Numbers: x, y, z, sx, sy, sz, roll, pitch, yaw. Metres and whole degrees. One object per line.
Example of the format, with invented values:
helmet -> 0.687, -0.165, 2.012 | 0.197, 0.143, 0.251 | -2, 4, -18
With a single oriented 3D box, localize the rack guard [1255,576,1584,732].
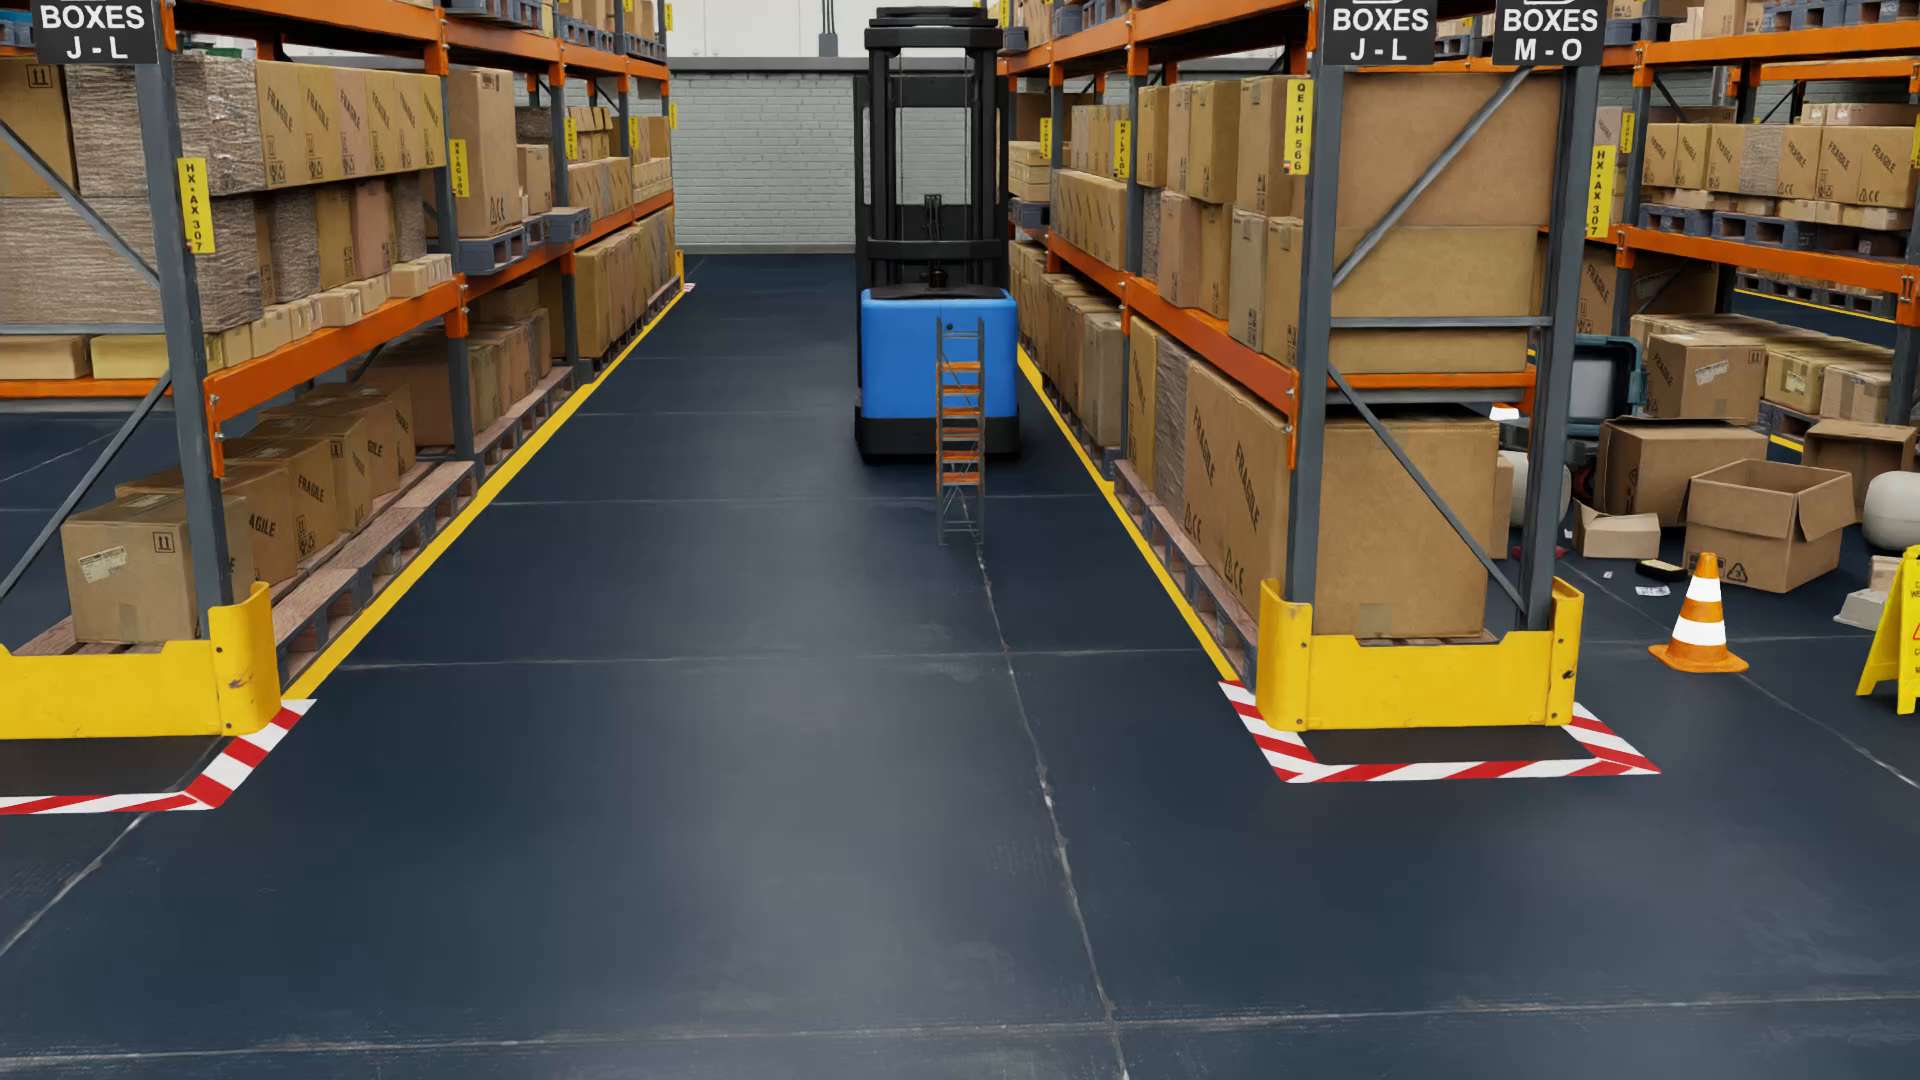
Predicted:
rack guard -> 1.746, 0.425, 6.370 | 1.175, 0.500, 0.348 | -1, 14, -3

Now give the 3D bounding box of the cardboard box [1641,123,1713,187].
cardboard box -> 5.980, -3.163, 13.659 | 0.500, 0.500, 0.500 | -1, 14, -5

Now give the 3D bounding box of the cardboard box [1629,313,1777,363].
cardboard box -> 6.208, -1.673, 13.938 | 0.950, 0.372, 0.625 | -2, 15, -7

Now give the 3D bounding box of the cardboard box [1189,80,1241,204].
cardboard box -> 1.572, -1.886, 7.870 | 0.875, 0.550, 0.500 | -1, 14, -3

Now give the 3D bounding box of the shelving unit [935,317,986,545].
shelving unit -> 0.001, -0.577, 8.863 | 0.258, 1.200, 0.189 | -1, 14, -3

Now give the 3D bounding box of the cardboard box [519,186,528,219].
cardboard box -> -3.335, -2.457, 11.984 | 0.396, 0.266, 0.258 | -1, 14, -5

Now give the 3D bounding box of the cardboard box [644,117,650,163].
cardboard box -> -3.790, -4.534, 18.827 | 0.500, 0.500, 0.500 | -1, 14, -5

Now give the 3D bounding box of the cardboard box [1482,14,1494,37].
cardboard box -> 5.617, -5.338, 17.162 | 0.396, 0.266, 0.258 | -1, 14, -4

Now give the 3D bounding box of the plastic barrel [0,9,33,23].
plastic barrel -> -8.641, -5.125, 15.055 | 0.600, 0.901, 0.708 | -1, 14, -3

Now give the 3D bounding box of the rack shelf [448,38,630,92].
rack shelf -> -3.832, -4.331, 15.264 | 1.077, 0.370, 4.000 | -1, 14, -3

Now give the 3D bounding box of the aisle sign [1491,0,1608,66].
aisle sign -> 2.048, -2.037, 5.708 | 0.394, 0.787, 0.004 | -1, 14, -3

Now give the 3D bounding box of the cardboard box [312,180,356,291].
cardboard box -> -3.377, -1.442, 7.812 | 0.875, 0.500, 0.500 | -1, 14, -3

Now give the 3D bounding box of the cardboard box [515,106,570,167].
cardboard box -> -3.737, -3.446, 14.185 | 0.797, 0.503, 0.637 | 0, 14, -2

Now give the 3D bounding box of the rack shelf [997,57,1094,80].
rack shelf -> 0.877, -5.377, 19.330 | 1.077, 0.370, 4.000 | -1, 14, -3

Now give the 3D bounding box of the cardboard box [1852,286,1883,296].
cardboard box -> 10.562, -2.912, 19.201 | 0.380, 0.149, 0.250 | -1, 14, -5

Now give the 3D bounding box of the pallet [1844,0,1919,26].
pallet -> 6.499, -3.405, 10.596 | 1.213, 0.211, 1.003 | -1, 14, -3

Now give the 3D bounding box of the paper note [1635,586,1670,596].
paper note -> 3.345, 0.242, 8.030 | 0.144, 0.017, 0.142 | 4, 15, 16

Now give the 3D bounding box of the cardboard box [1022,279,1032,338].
cardboard box -> 0.870, -2.194, 15.707 | 0.500, 0.500, 0.500 | -2, 15, -6

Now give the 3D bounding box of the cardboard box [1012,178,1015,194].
cardboard box -> 0.685, -3.297, 15.483 | 0.380, 0.149, 0.250 | 0, 14, -2

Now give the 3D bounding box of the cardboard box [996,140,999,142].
cardboard box -> 0.658, -4.213, 18.584 | 0.500, 0.500, 0.500 | -1, 14, -5

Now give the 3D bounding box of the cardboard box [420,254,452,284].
cardboard box -> -3.153, -1.564, 9.590 | 0.380, 0.149, 0.250 | -1, 14, -3

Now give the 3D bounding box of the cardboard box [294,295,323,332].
cardboard box -> -3.076, -1.004, 7.411 | 0.380, 0.149, 0.250 | -1, 14, -3

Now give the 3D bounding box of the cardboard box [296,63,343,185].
cardboard box -> -3.031, -1.806, 7.223 | 0.500, 0.500, 0.500 | -1, 14, -3

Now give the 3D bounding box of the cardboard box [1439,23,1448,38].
cardboard box -> 5.560, -5.680, 18.522 | 0.380, 0.149, 0.250 | -1, 14, -2

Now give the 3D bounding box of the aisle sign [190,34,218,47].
aisle sign -> -9.448, -5.915, 20.778 | 0.394, 0.787, 0.004 | -1, 14, -3

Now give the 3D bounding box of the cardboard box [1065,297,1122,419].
cardboard box -> 1.313, -1.293, 11.704 | 1.050, 0.750, 0.750 | -1, 14, -3

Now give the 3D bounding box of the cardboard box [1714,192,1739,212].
cardboard box -> 6.062, -2.613, 12.825 | 0.380, 0.149, 0.250 | 0, 14, 0

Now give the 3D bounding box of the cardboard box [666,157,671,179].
cardboard box -> -3.909, -4.674, 20.877 | 0.500, 0.250, 0.500 | -1, 14, -4

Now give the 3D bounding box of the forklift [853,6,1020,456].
forklift -> -0.218, -2.295, 12.064 | 1.130, 2.935, 3.031 | -1, 14, -3

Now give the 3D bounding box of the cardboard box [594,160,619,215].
cardboard box -> -3.591, -3.408, 16.050 | 0.500, 0.500, 0.500 | -1, 14, -4

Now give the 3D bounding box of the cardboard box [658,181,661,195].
cardboard box -> -3.771, -4.195, 19.817 | 0.380, 0.149, 0.250 | -1, 14, -3

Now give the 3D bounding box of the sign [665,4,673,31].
sign -> -3.661, -6.567, 20.893 | 0.100, 0.325, 0.005 | -1, 14, -3

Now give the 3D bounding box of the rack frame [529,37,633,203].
rack frame -> -3.956, -3.724, 17.481 | 1.000, 3.000, 0.127 | -1, 14, -3

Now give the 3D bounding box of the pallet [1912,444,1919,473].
pallet -> 6.508, -0.371, 10.044 | 1.003, 0.211, 1.213 | -1, 14, -3

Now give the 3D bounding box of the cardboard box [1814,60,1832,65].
cardboard box -> 10.447, -5.753, 19.851 | 0.380, 0.149, 0.250 | -1, 14, -2

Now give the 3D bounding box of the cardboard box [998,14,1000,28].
cardboard box -> 0.698, -5.638, 18.198 | 0.500, 0.250, 0.500 | -1, 15, -6

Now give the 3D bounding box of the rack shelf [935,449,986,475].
rack shelf -> 0.001, -0.418, 8.904 | 0.258, 0.103, 0.180 | -1, 14, -3

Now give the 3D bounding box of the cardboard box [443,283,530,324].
cardboard box -> -3.593, -1.797, 12.620 | 0.500, 0.250, 0.500 | 1, 14, 3

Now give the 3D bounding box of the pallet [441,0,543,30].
pallet -> -3.459, -3.509, 11.004 | 1.213, 0.211, 1.003 | -1, 14, -3

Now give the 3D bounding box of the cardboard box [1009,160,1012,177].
cardboard box -> 0.665, -3.507, 15.703 | 0.380, 0.149, 0.250 | -1, 14, -5

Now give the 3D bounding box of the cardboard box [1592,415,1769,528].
cardboard box -> 3.977, -0.380, 9.220 | 0.797, 0.637, 0.503 | -1, 14, -3

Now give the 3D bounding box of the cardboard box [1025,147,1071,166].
cardboard box -> 0.761, -3.266, 14.166 | 0.380, 0.149, 0.250 | -1, 15, -6

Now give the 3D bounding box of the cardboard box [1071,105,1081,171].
cardboard box -> 1.267, -3.202, 13.243 | 0.700, 0.500, 0.500 | -1, 14, -4

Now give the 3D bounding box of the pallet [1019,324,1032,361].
pallet -> 1.129, -1.928, 16.094 | 1.003, 0.211, 1.213 | -1, 14, -3

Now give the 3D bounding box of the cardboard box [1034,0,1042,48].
cardboard box -> 0.916, -4.544, 14.448 | 0.500, 0.500, 0.500 | -1, 14, -3

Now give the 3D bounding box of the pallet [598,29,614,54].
pallet -> -3.850, -4.857, 16.248 | 0.805, 0.209, 1.217 | -1, 15, -6

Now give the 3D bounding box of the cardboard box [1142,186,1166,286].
cardboard box -> 1.532, -1.767, 9.574 | 0.875, 0.550, 0.550 | -1, 14, -3

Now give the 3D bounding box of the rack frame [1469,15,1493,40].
rack frame -> 5.935, -6.783, 17.328 | 1.000, 3.000, 0.127 | -1, 14, -3

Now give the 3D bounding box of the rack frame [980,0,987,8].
rack frame -> 0.753, -7.676, 20.800 | 1.000, 3.000, 0.127 | -1, 14, -3

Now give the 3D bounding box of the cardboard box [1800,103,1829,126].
cardboard box -> 6.081, -2.948, 11.522 | 0.380, 0.149, 0.250 | -2, 15, -6

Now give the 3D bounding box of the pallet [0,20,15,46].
pallet -> -8.601, -4.206, 13.713 | 1.003, 0.211, 1.213 | -1, 14, -3
